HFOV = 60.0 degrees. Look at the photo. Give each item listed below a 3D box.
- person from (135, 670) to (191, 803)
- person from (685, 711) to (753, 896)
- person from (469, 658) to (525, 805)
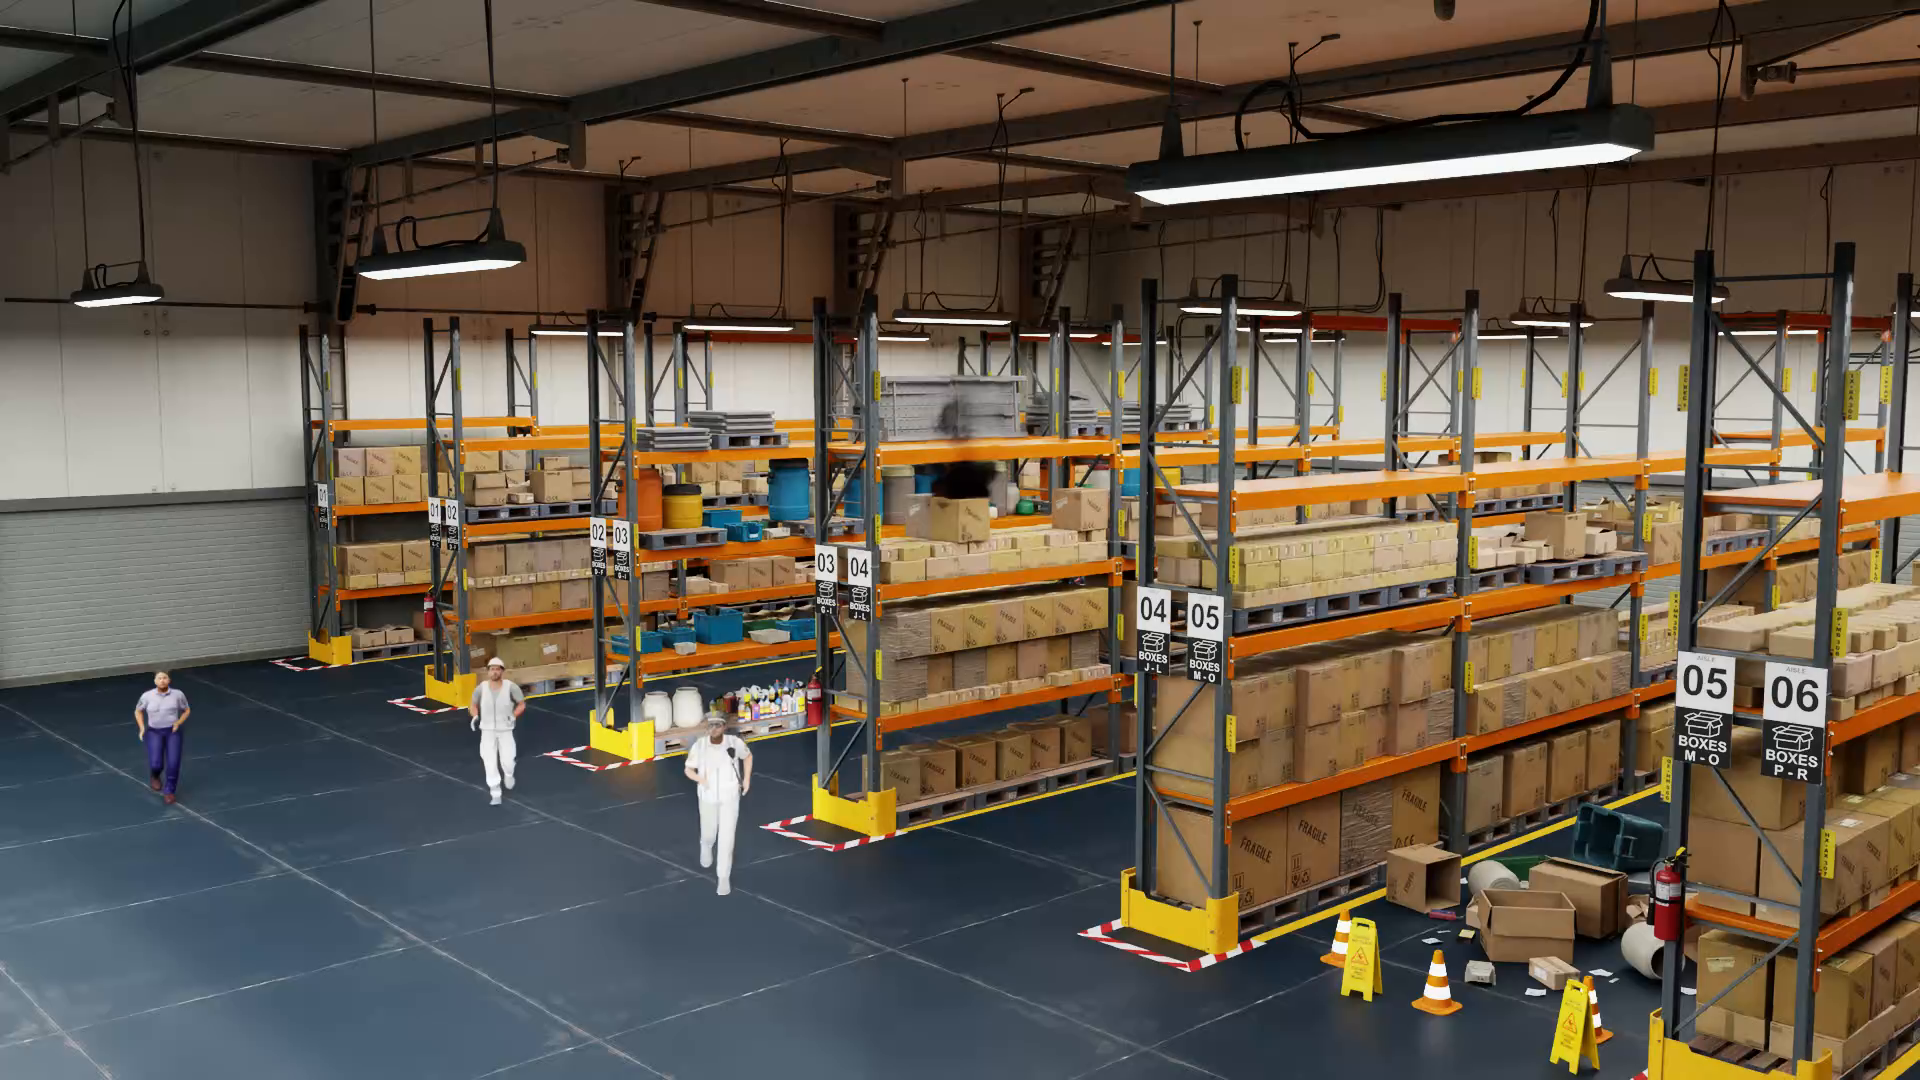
[{"bbox_3d":[-9.573,2.361,20.007,0.607,1.606,0.549,-3,7,-27],"label":"person"},{"bbox_3d":[-2.436,2.588,16.832,0.673,1.801,0.974,-1,6,-5],"label":"person"},{"bbox_3d":[-5.571,2.282,20.013,0.658,1.739,0.687,-1,6,-9],"label":"person"}]
